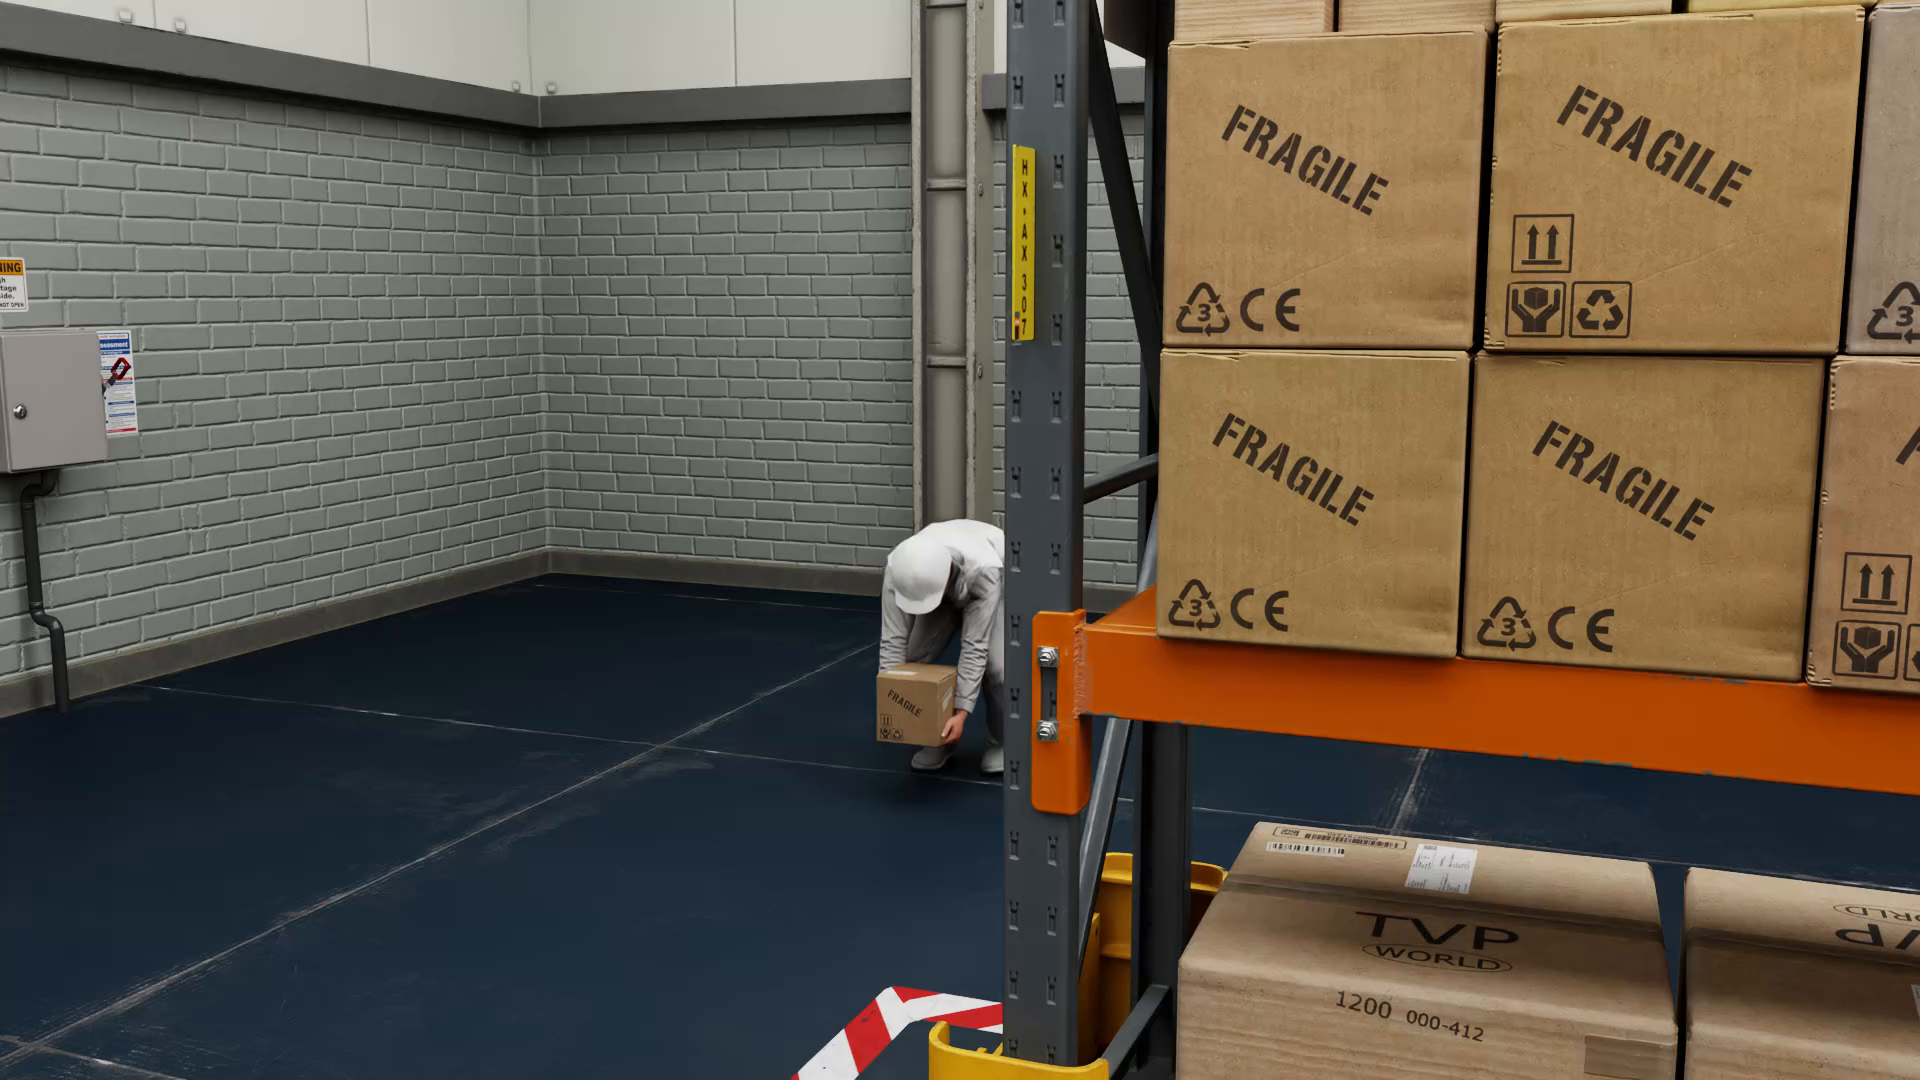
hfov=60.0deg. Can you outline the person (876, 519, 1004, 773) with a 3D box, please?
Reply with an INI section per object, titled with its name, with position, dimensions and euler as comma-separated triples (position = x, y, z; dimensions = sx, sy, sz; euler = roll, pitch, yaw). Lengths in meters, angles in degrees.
[person]
position = -0.026, 0.430, 6.466
dimensions = 0.508, 1.012, 0.997
euler = 3, 9, 18
